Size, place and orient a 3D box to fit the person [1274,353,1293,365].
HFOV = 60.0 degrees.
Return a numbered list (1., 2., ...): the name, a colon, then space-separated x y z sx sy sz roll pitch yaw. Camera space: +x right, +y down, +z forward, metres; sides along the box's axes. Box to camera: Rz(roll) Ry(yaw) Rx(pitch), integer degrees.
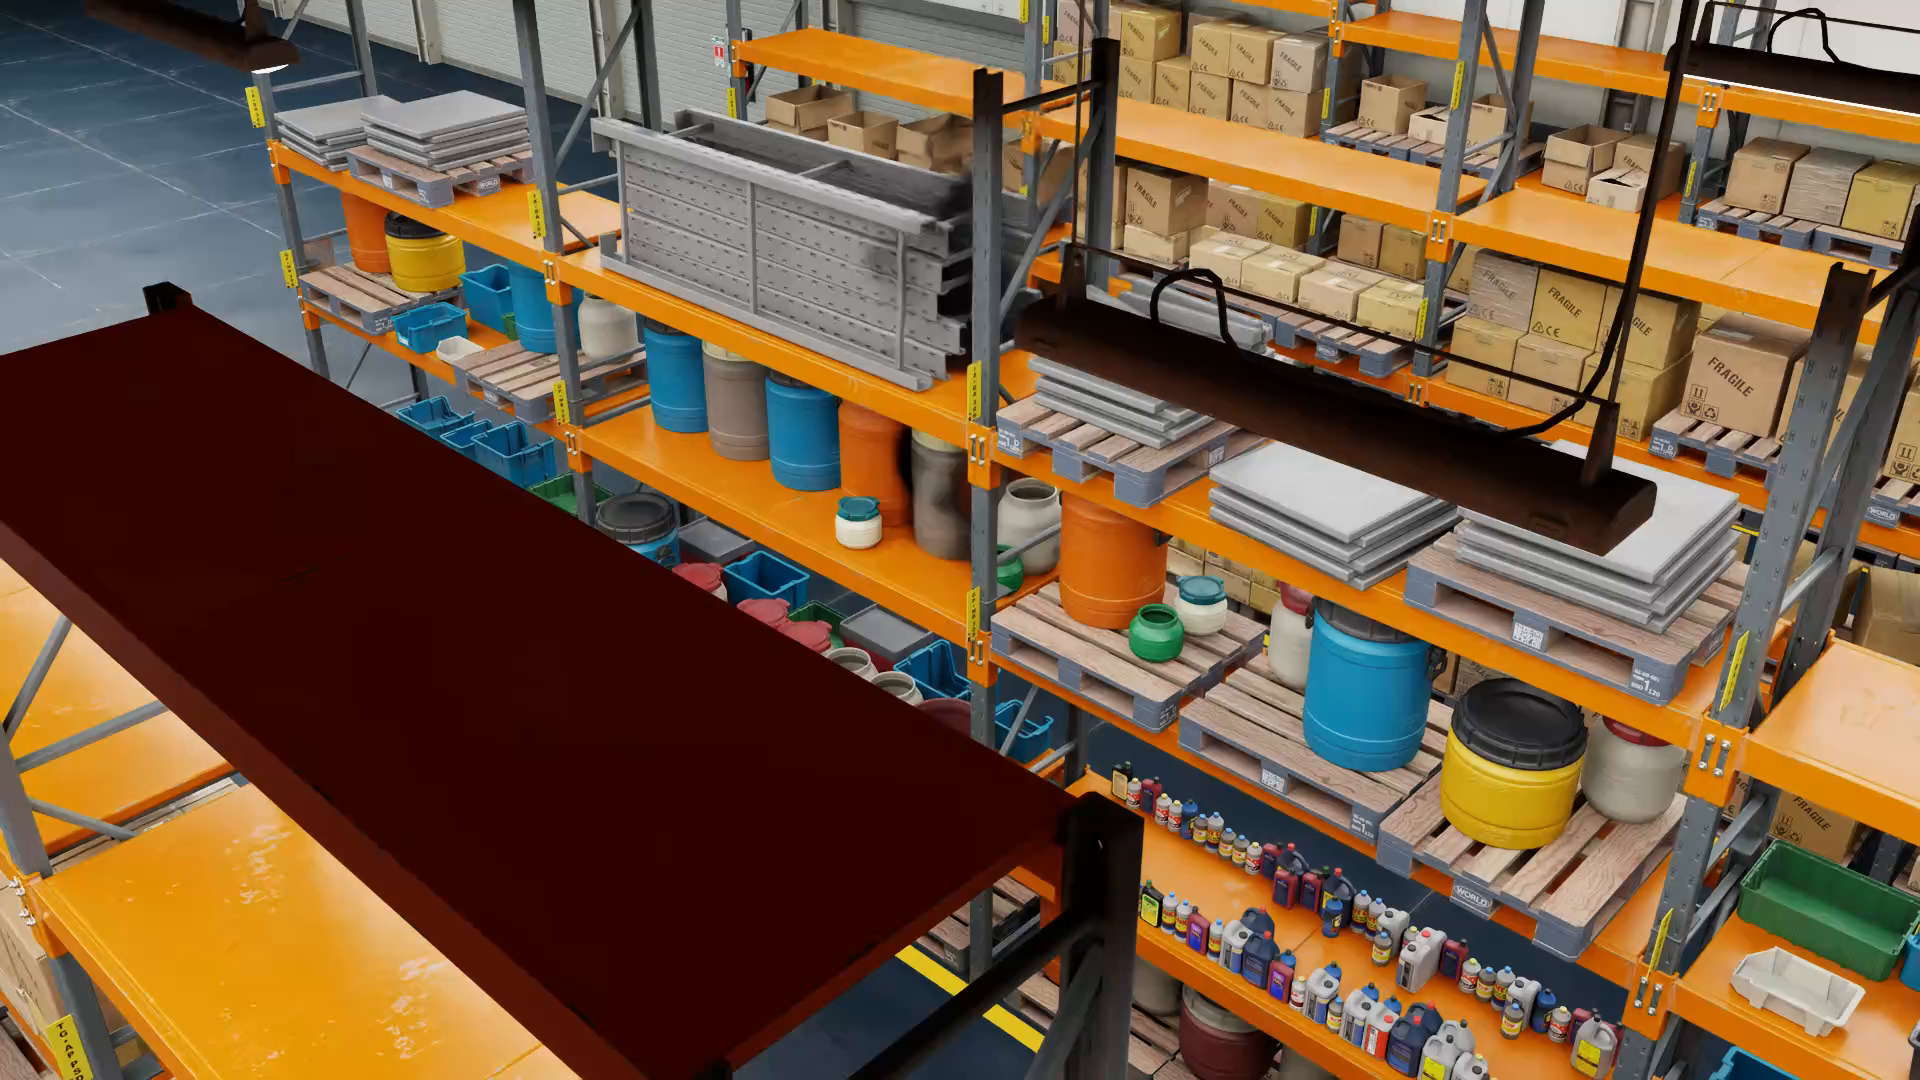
1. person: 3.104 -1.440 17.015 0.645 1.760 0.640 19 34 30
